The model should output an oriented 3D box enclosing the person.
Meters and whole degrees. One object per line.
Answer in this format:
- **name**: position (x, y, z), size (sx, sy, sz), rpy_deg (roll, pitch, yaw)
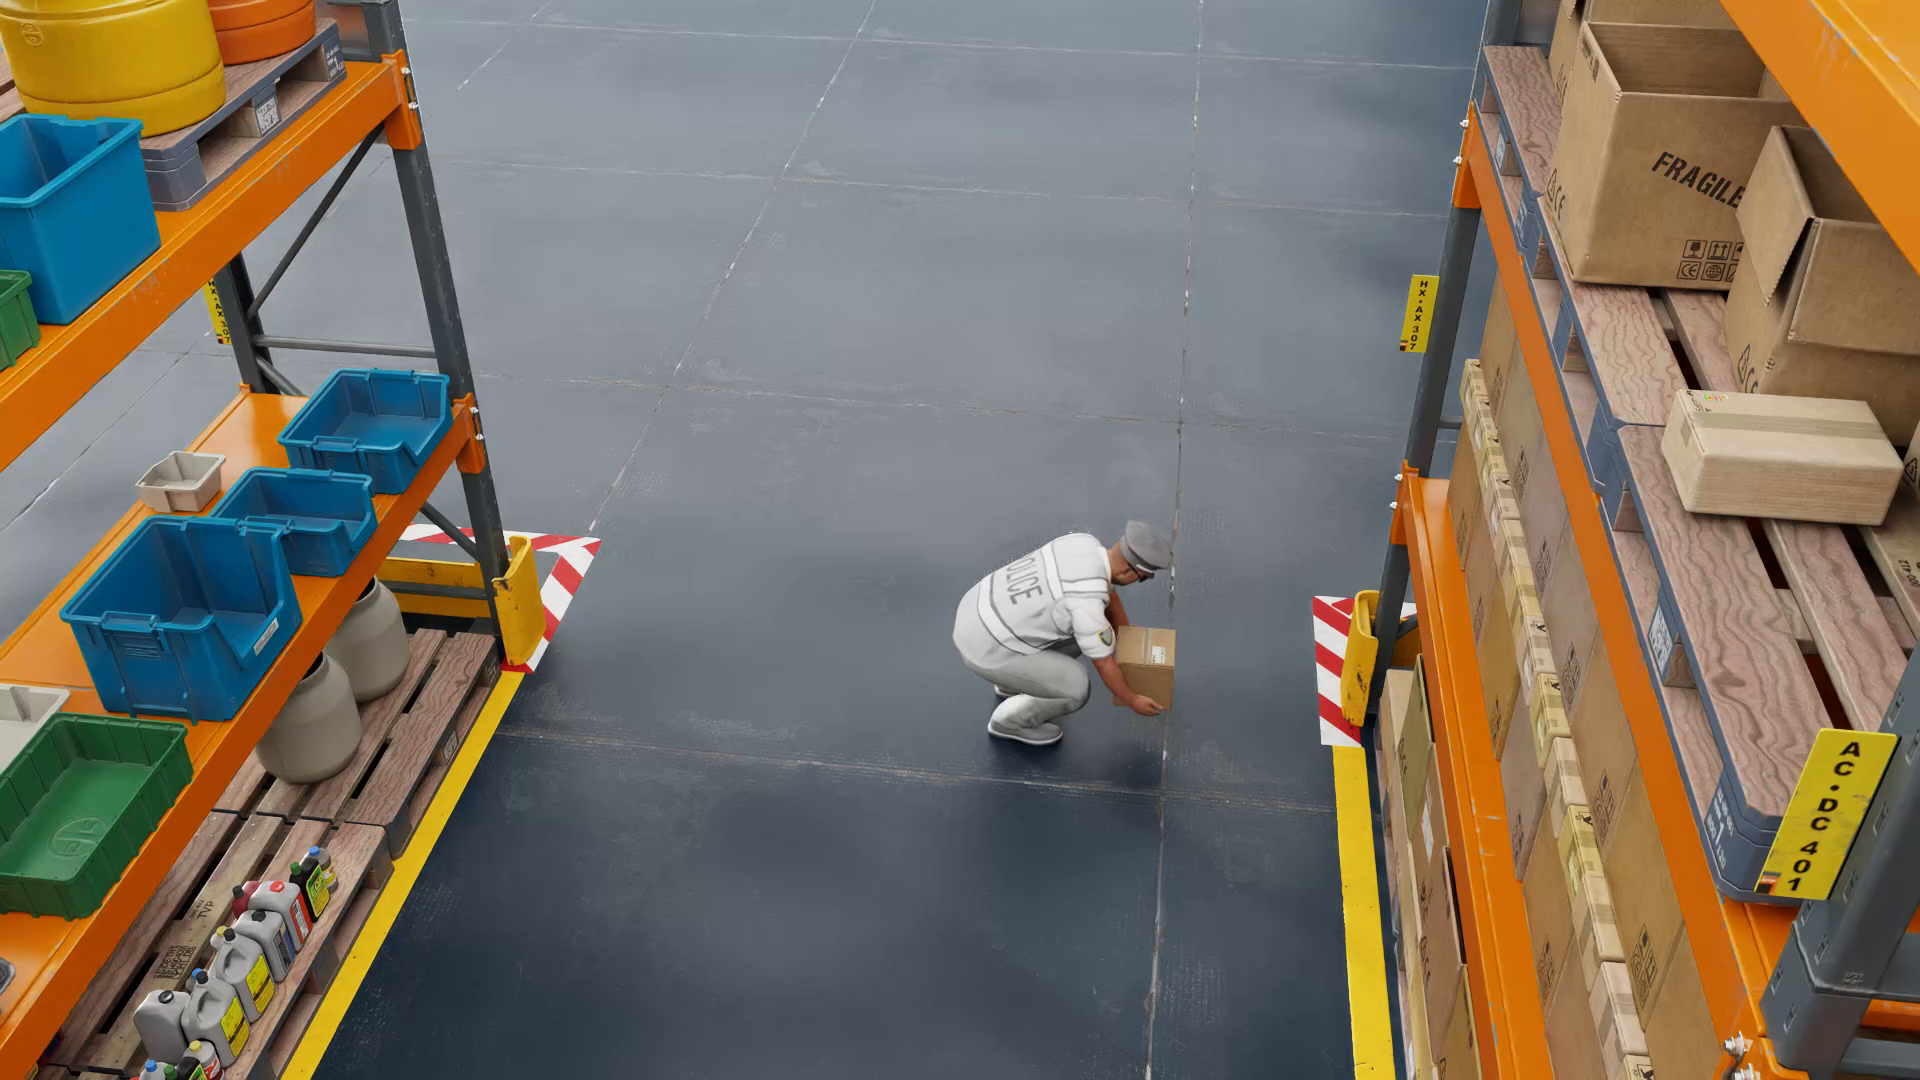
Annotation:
- **person**: position (0.436, 0.371, 7.161), size (0.914, 1.012, 0.565), rpy_deg (4, 36, 6)
